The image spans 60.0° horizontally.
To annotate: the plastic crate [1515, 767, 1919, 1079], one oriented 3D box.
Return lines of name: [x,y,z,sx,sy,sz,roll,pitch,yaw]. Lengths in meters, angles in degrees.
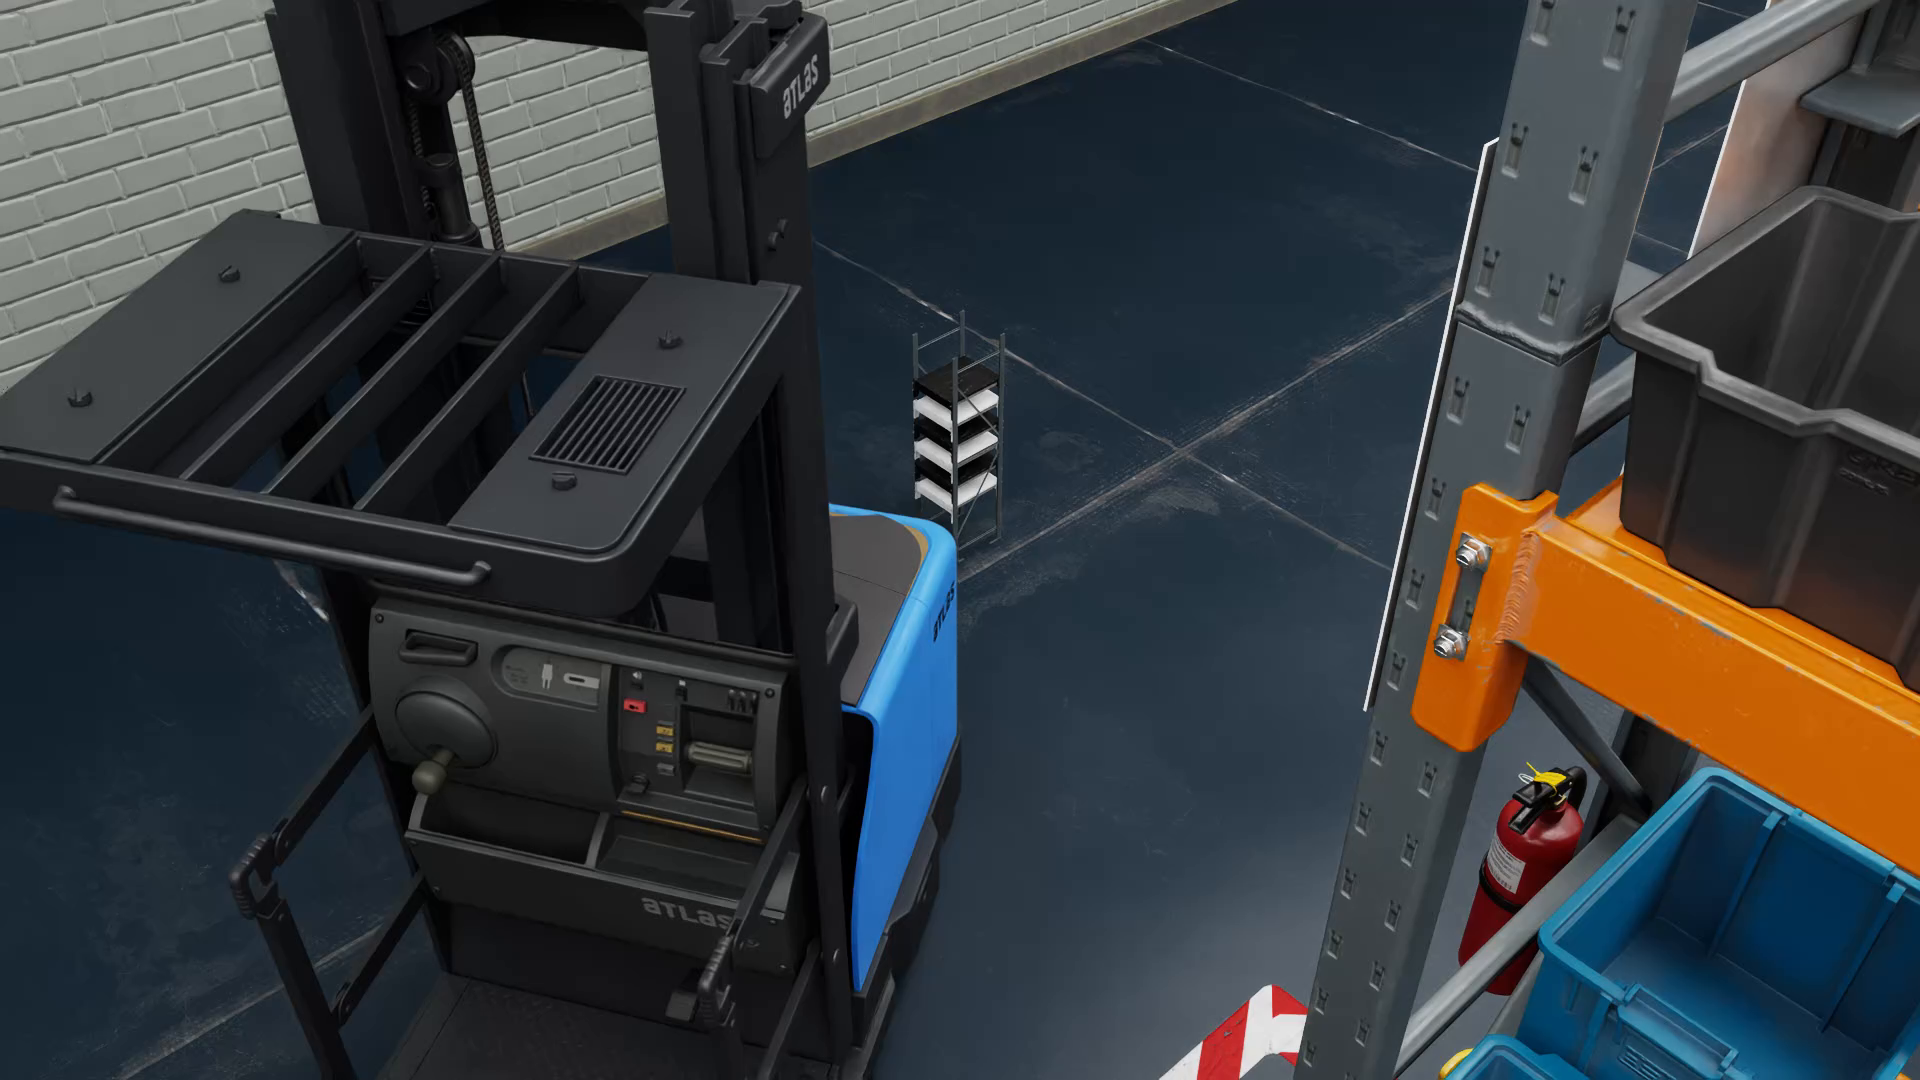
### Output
plastic crate: [1.299,0.788,2.811,0.616,0.435,0.499,-30,48,-32]

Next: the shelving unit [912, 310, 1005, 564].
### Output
shelving unit: [-0.005,-0.354,5.972,0.258,0.900,0.210,-30,48,-32]

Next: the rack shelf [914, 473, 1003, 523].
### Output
rack shelf: [-0.005,-0.188,6.106,0.258,0.077,0.200,-30,48,-32]

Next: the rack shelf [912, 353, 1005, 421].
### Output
rack shelf: [-0.005,-0.538,5.823,0.258,0.077,0.200,-30,48,-32]

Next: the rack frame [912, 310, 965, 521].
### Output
rack frame: [-0.074,-0.401,6.030,0.240,0.900,0.006,-30,48,-32]

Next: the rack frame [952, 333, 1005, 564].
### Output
rack frame: [0.063,-0.307,5.914,0.240,0.900,0.006,-30,48,-32]

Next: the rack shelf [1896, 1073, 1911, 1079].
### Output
rack shelf: [2.288,1.955,2.015,1.077,0.370,4.000,-30,48,-32]

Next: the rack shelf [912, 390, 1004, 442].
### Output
rack shelf: [-0.005,-0.468,5.880,0.258,0.077,0.200,-30,48,-32]

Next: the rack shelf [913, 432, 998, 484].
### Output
rack shelf: [-0.005,-0.328,5.993,0.258,0.077,0.200,-30,48,-32]

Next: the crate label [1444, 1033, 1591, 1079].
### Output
crate label: [0.859,1.045,2.654,0.416,0.233,0.303,-30,48,-32]

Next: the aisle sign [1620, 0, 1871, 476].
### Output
aisle sign: [1.102,-0.420,2.314,0.394,0.787,0.004,-30,48,-32]

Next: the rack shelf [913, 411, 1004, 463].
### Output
rack shelf: [-0.005,-0.398,5.936,0.258,0.077,0.200,-30,48,-32]

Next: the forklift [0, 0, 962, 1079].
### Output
forklift: [-0.870,0.464,3.342,1.130,2.935,3.031,10,40,12]

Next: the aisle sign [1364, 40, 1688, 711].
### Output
aisle sign: [0.668,-0.169,2.003,0.394,0.787,0.004,-30,48,-32]

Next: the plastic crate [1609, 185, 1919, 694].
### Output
plastic crate: [0.990,-0.070,1.666,0.497,0.269,0.590,-30,48,-32]

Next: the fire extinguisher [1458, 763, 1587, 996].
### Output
fire extinguisher: [1.168,0.661,3.402,0.296,0.674,0.183,-30,48,-32]

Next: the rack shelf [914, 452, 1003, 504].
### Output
rack shelf: [-0.005,-0.258,6.049,0.258,0.077,0.200,-30,48,-32]

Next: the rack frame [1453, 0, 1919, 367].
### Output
rack frame: [0.935,-1.585,1.050,1.000,3.000,0.127,-30,48,-32]

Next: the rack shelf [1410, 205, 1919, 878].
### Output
rack shelf: [2.288,0.788,1.073,1.077,0.370,4.000,-30,48,-32]

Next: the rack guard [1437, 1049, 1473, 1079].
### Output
rack guard: [0.909,1.716,3.727,1.175,0.500,0.348,-30,48,-32]

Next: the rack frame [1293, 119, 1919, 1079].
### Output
rack frame: [0.935,0.749,2.935,1.000,3.000,0.127,-30,48,-32]
